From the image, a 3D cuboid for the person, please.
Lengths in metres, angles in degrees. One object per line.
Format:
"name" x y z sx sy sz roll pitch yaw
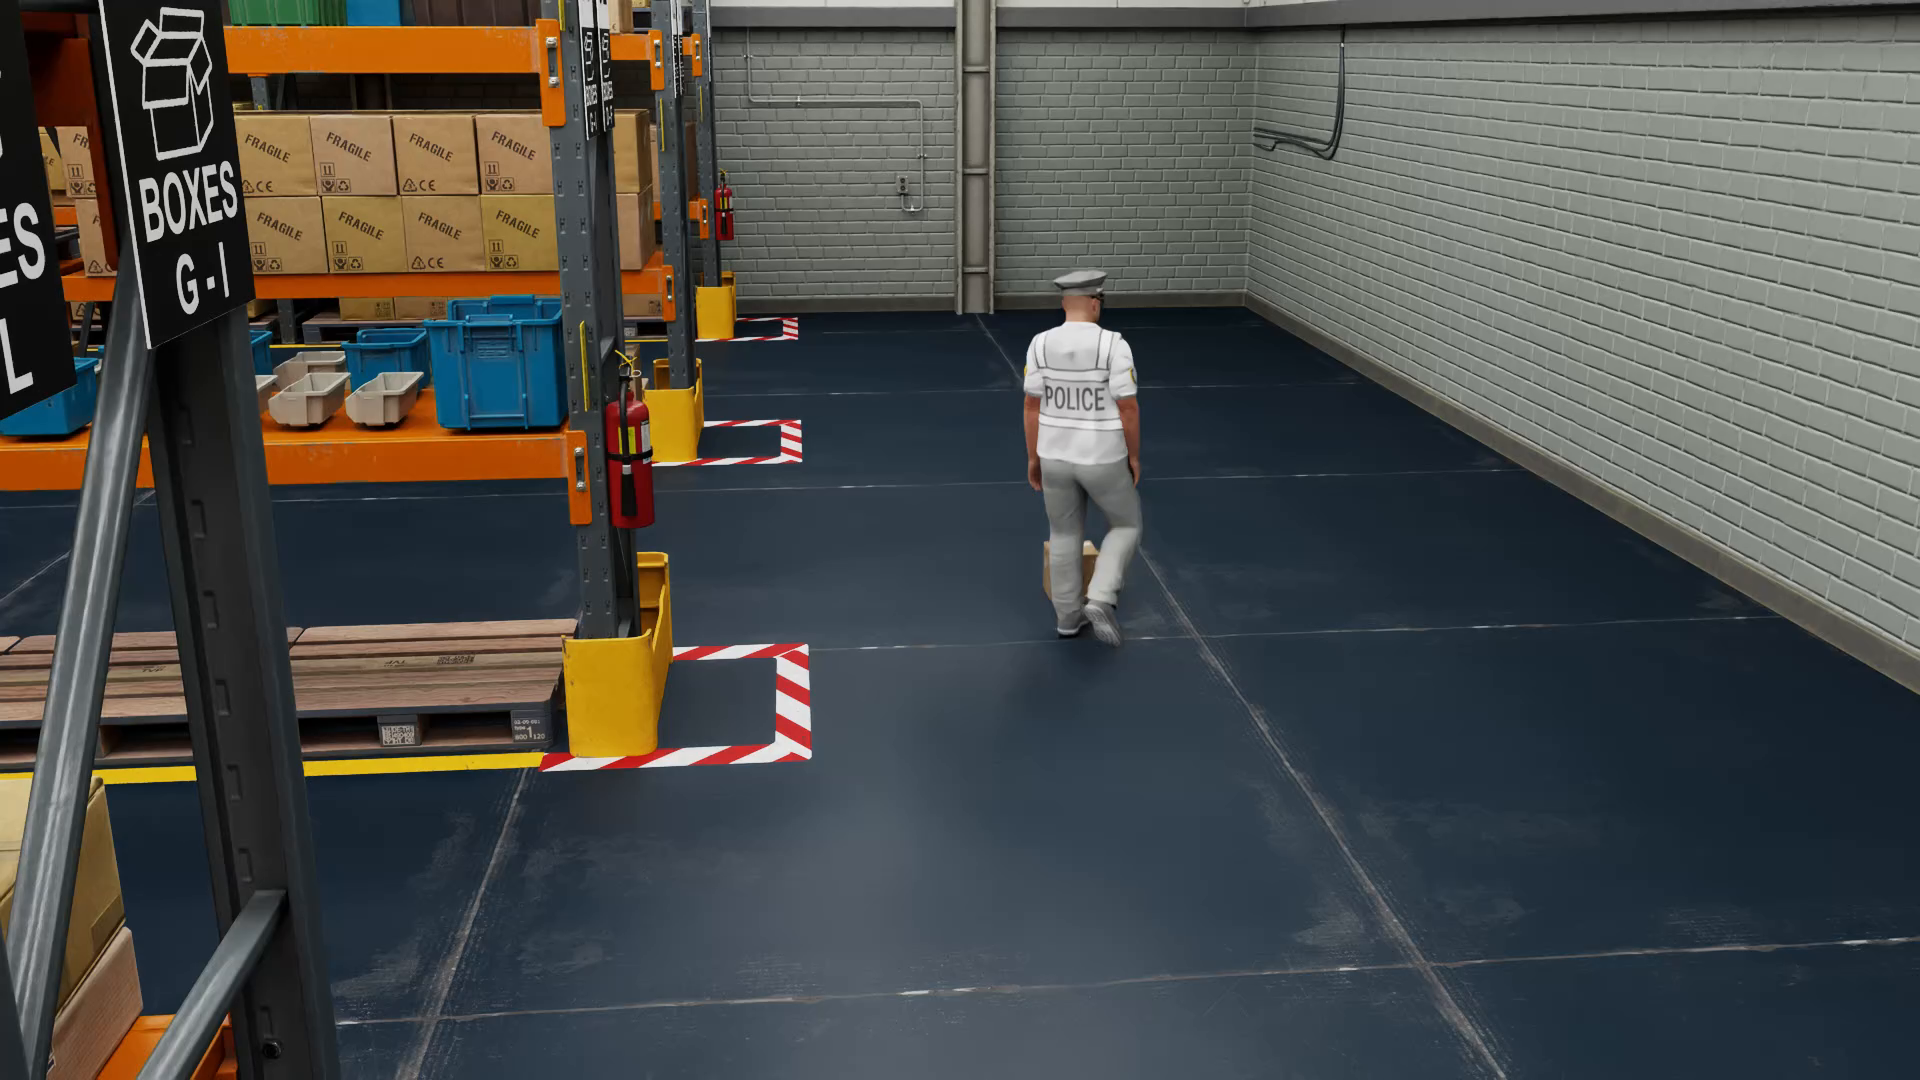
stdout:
"person" 0.574 -0.374 7.777 0.557 1.760 0.520 7 18 21
